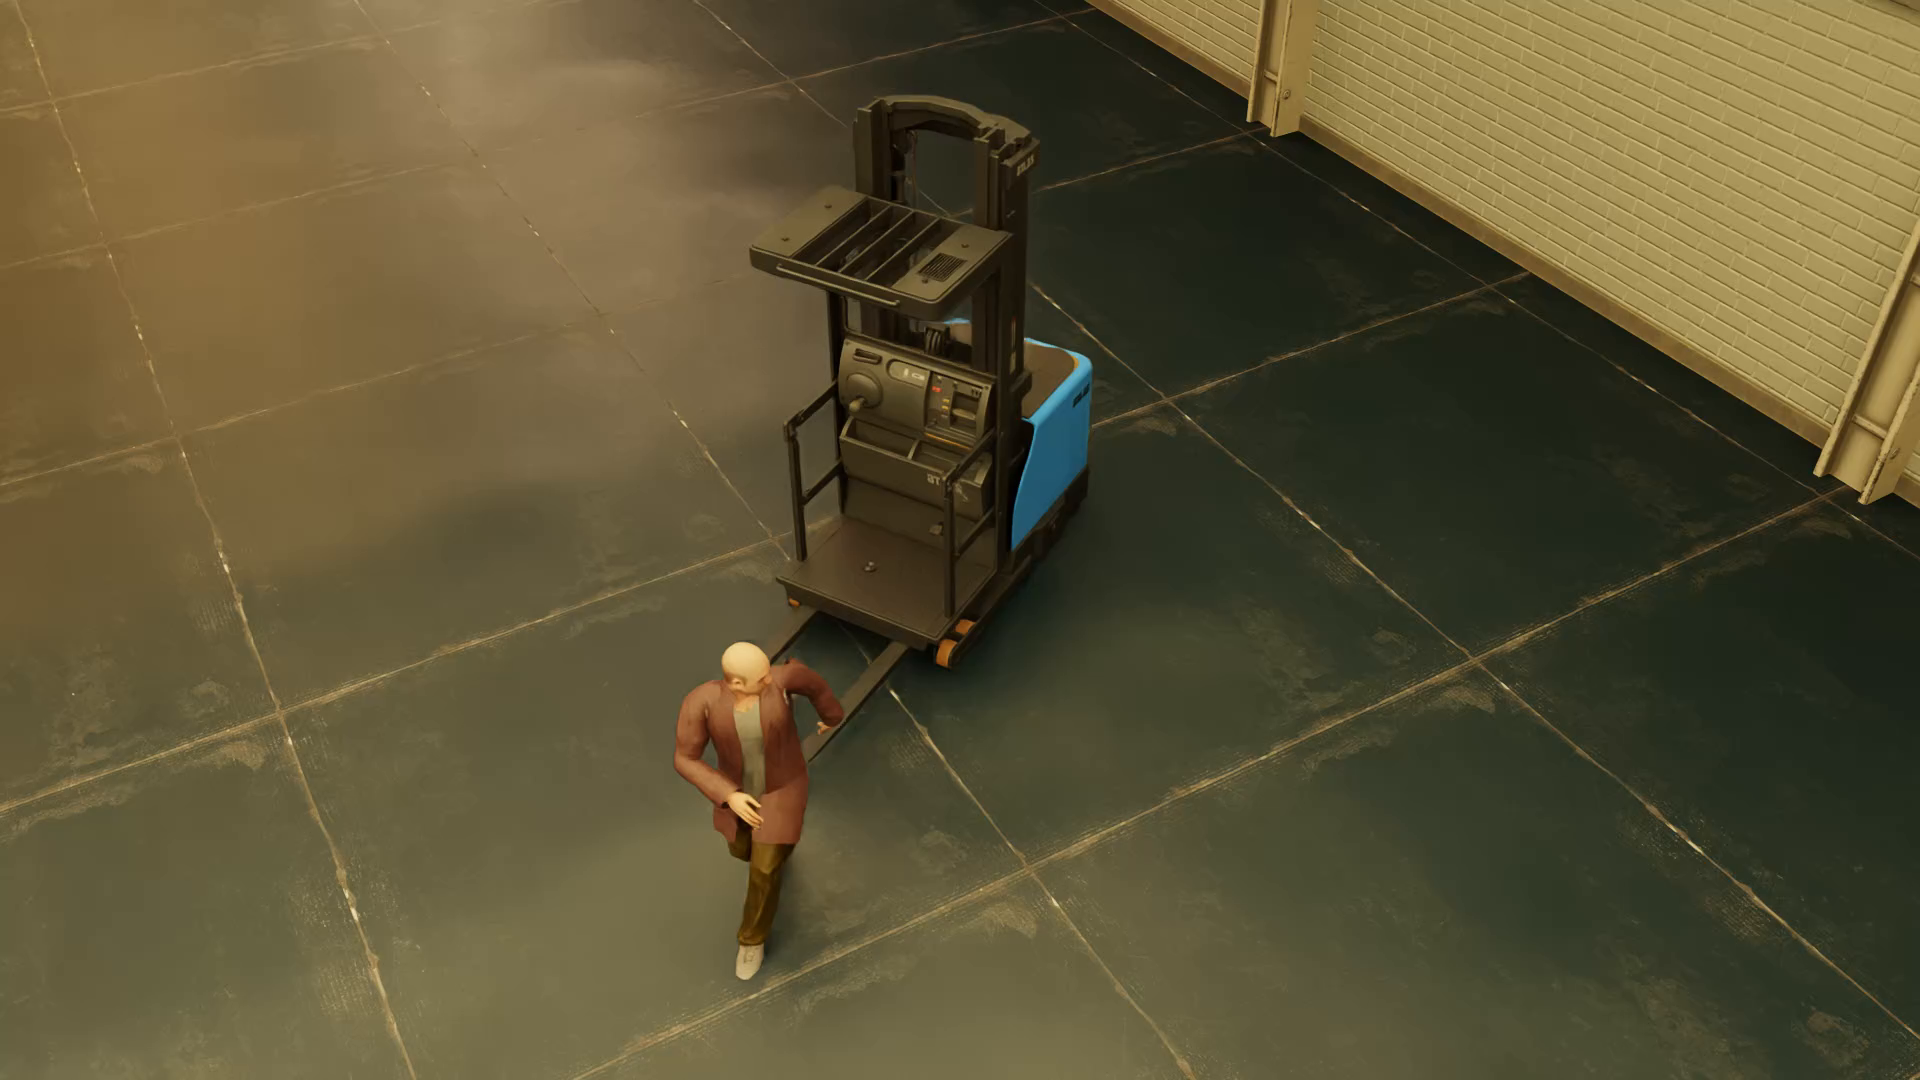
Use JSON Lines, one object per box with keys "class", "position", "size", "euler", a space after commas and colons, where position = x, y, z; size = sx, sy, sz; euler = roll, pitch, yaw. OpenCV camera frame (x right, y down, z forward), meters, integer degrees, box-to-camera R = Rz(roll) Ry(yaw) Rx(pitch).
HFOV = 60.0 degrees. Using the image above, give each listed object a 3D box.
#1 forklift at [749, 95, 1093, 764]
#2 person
{"class": "forklift", "position": [-0.356, -0.736, 8.923], "size": [1.130, 2.935, 3.031], "euler": [20, 44, 22]}
{"class": "person", "position": [-0.928, 1.145, 7.655], "size": [0.628, 1.758, 0.966], "euler": [7, 40, 8]}
